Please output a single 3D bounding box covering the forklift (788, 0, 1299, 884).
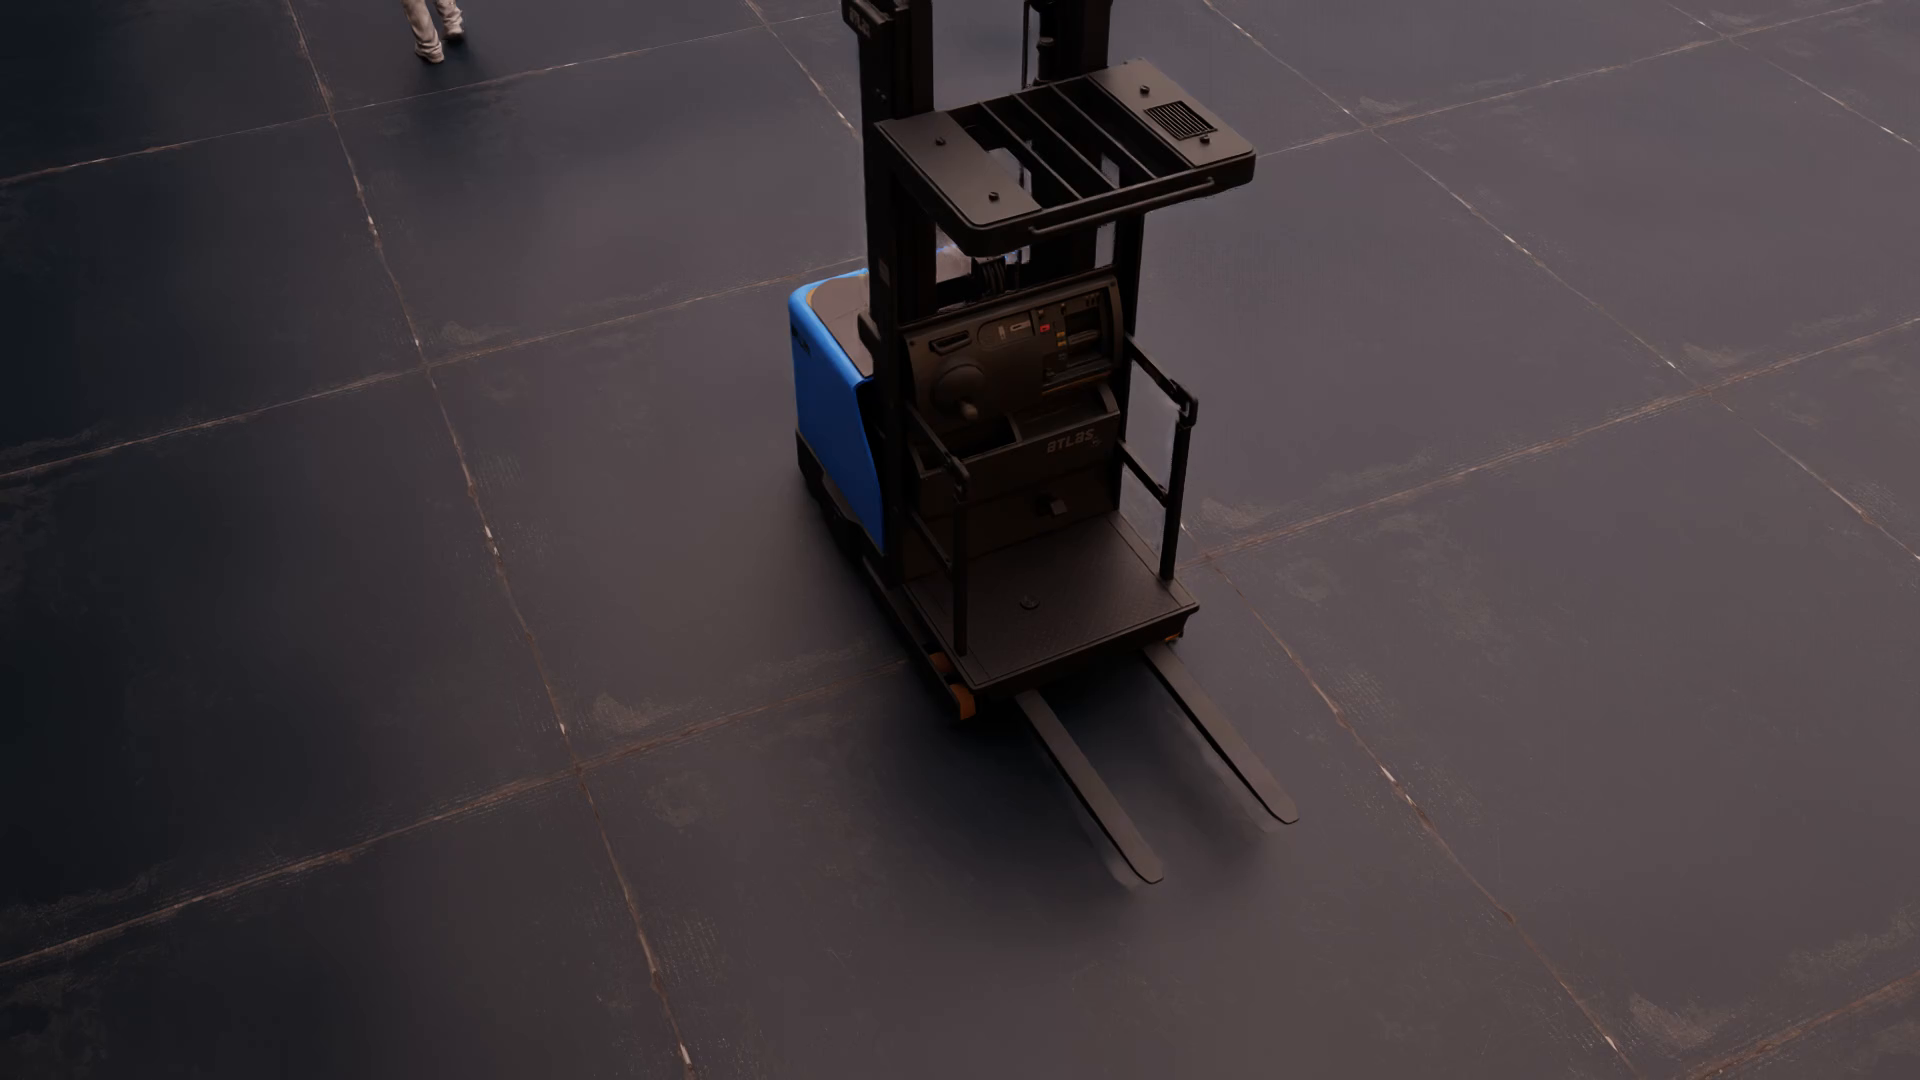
[{"bbox_3d":[0.322,-0.662,6.390,1.130,2.935,3.031,-19,46,-19],"label":"forklift"}]

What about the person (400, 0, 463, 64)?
[{"bbox_3d":[-3.614,-3.981,10.836,0.946,1.798,0.483,-28,50,-27],"label":"person"}]
